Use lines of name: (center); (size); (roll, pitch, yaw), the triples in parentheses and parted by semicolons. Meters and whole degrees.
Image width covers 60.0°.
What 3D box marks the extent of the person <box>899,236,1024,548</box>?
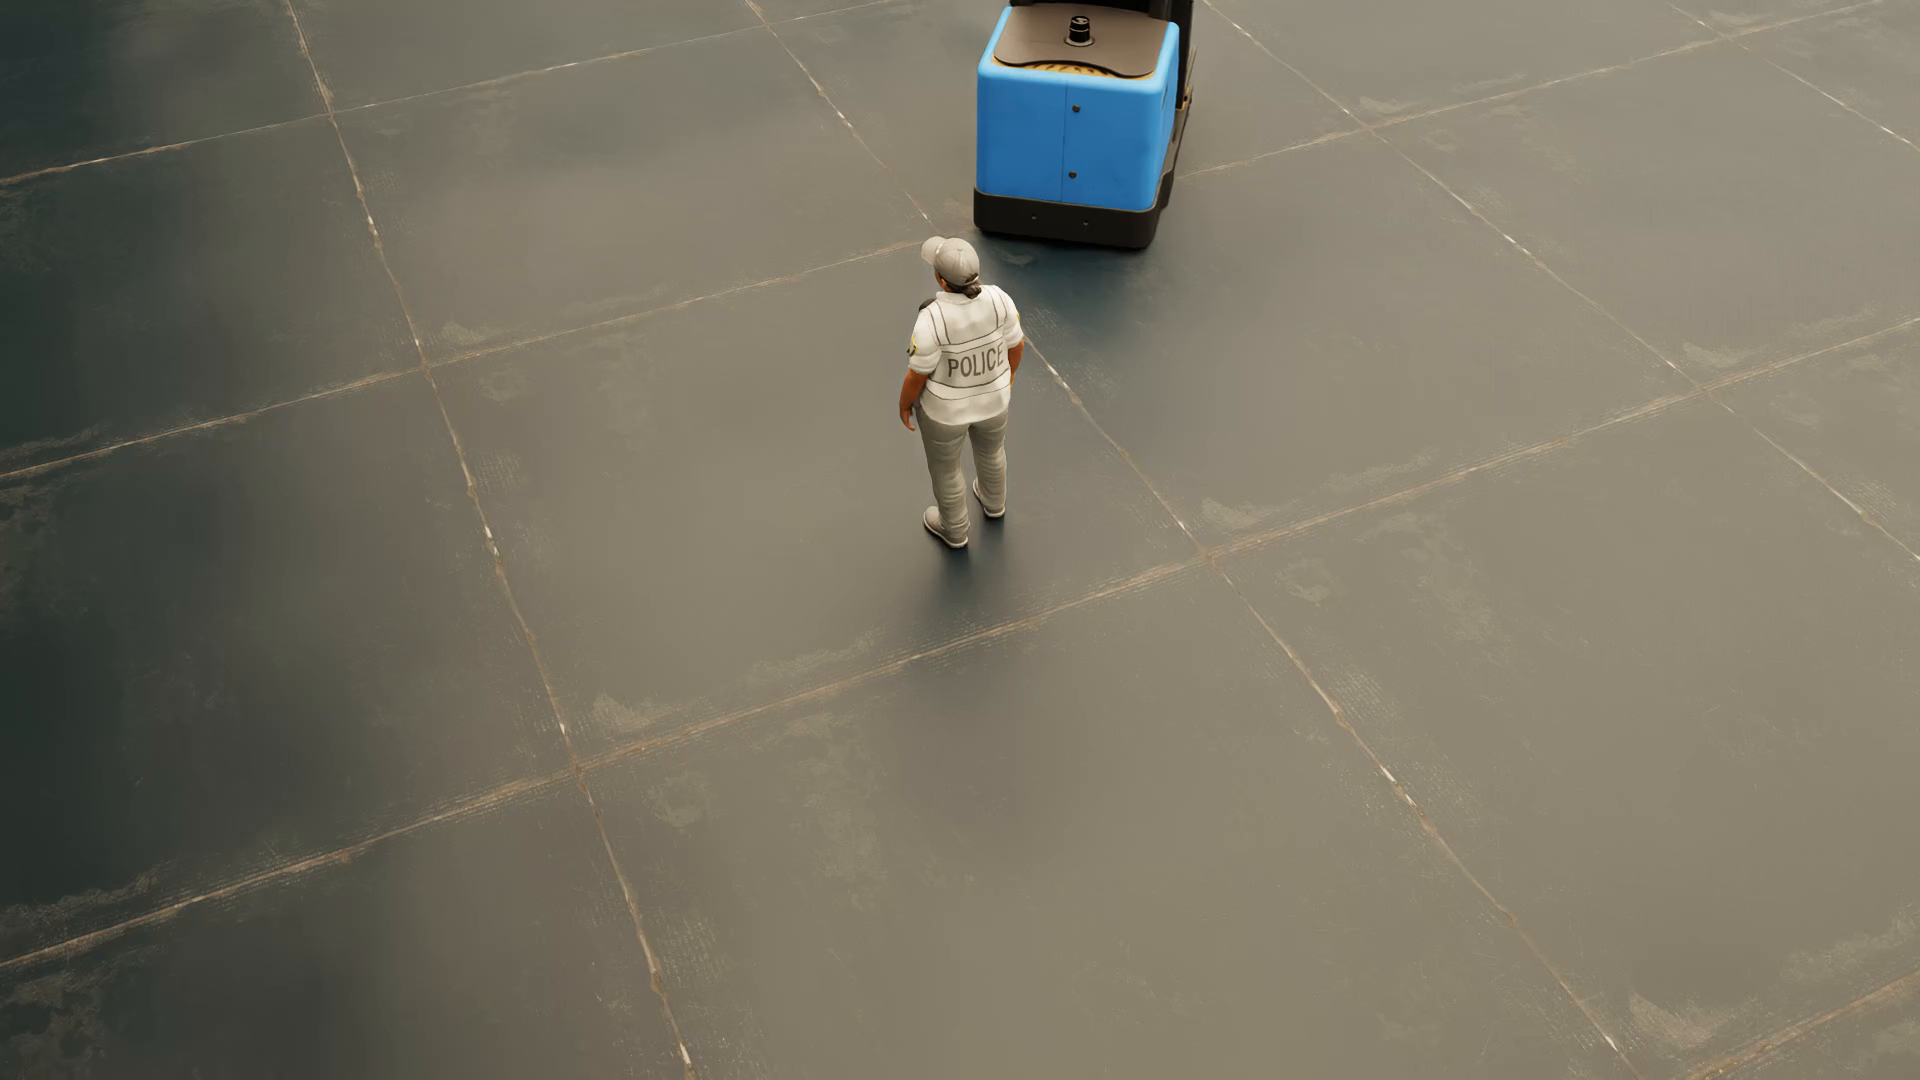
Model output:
person: (-0.011, -0.669, 7.312); (0.598, 1.670, 0.529); (-18, 46, -18)

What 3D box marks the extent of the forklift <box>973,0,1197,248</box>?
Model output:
forklift: (0.895, -3.758, 9.707); (1.130, 2.935, 3.031); (8, 44, 9)
